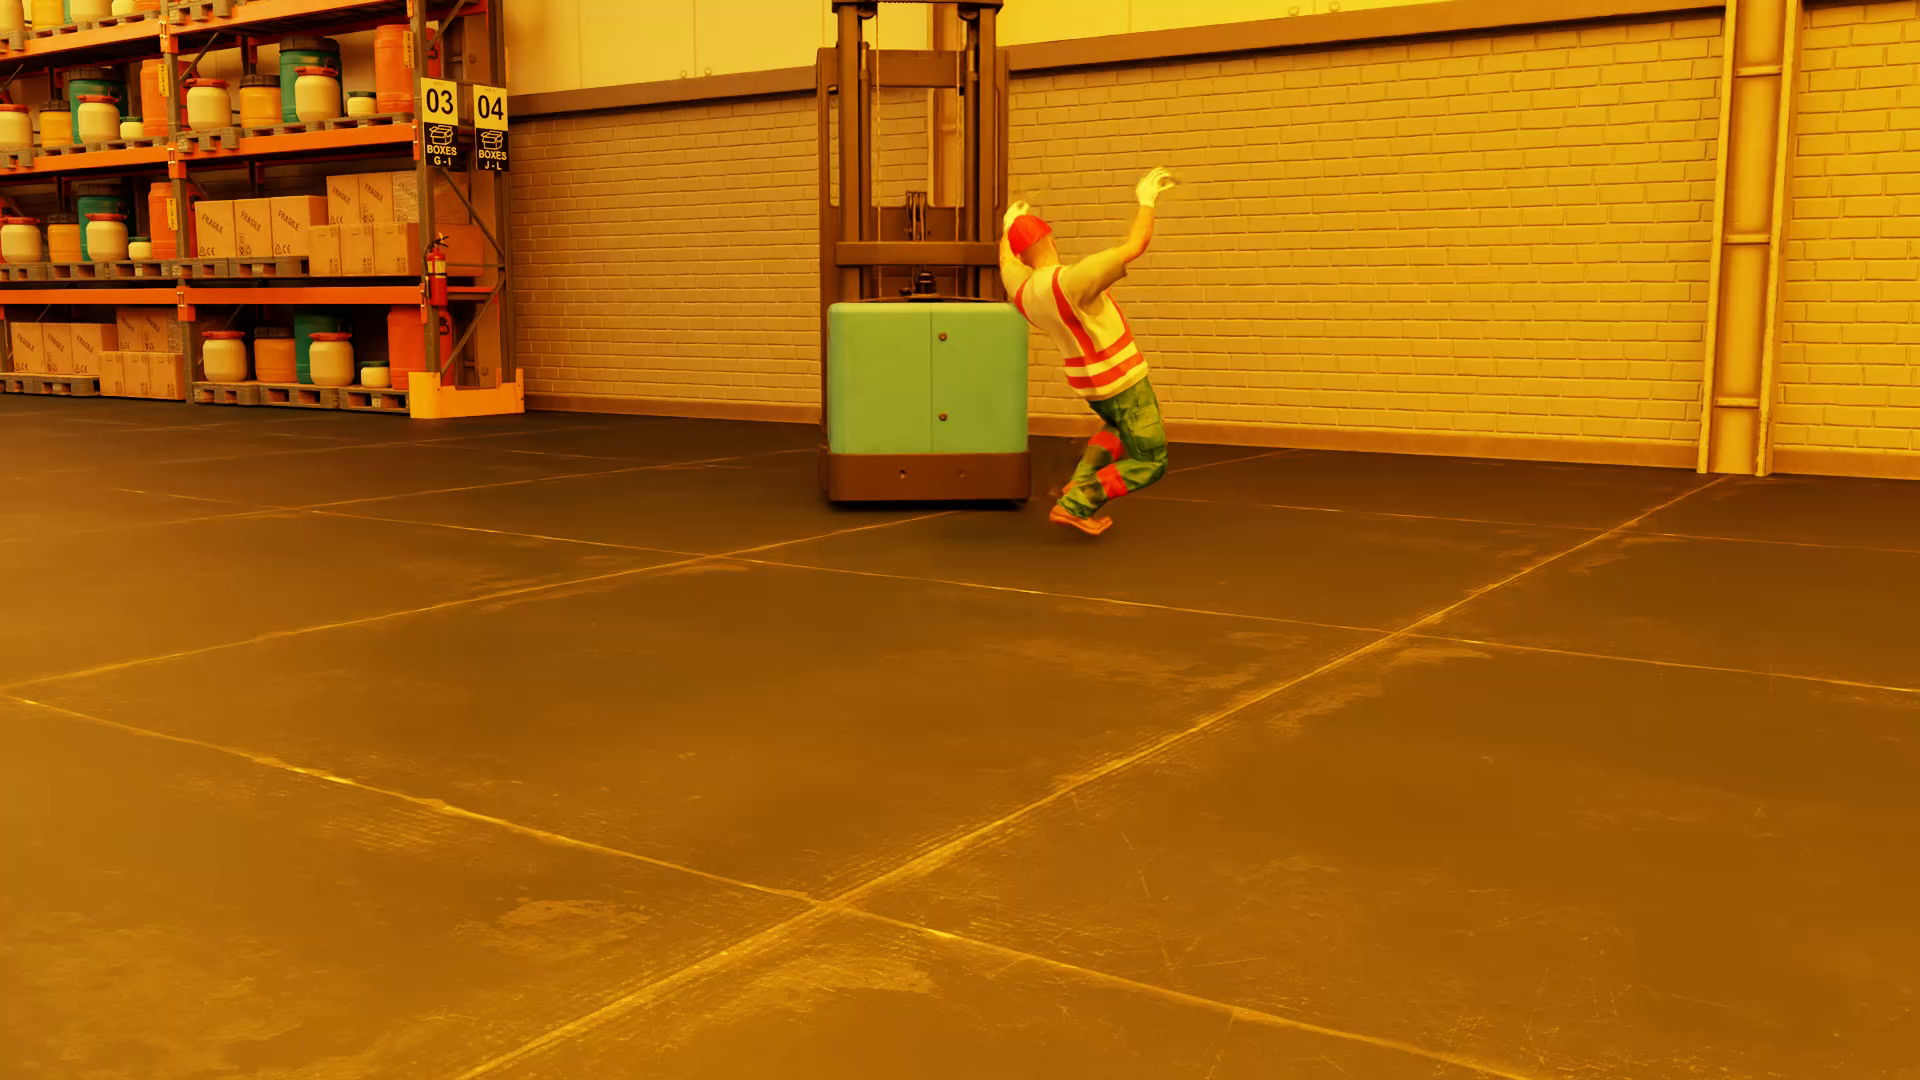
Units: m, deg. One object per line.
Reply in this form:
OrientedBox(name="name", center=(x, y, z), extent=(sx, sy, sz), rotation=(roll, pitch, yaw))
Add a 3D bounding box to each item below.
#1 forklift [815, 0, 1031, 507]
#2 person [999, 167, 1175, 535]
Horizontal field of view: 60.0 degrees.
OrientedBox(name="forklift", center=(-0.291, -1.796, 9.824), extent=(1.130, 2.935, 3.031), rotation=(-1, 8, -6))
OrientedBox(name="person", center=(0.541, -0.855, 7.716), extent=(0.803, 1.676, 1.050), rotation=(-4, 9, -25))
